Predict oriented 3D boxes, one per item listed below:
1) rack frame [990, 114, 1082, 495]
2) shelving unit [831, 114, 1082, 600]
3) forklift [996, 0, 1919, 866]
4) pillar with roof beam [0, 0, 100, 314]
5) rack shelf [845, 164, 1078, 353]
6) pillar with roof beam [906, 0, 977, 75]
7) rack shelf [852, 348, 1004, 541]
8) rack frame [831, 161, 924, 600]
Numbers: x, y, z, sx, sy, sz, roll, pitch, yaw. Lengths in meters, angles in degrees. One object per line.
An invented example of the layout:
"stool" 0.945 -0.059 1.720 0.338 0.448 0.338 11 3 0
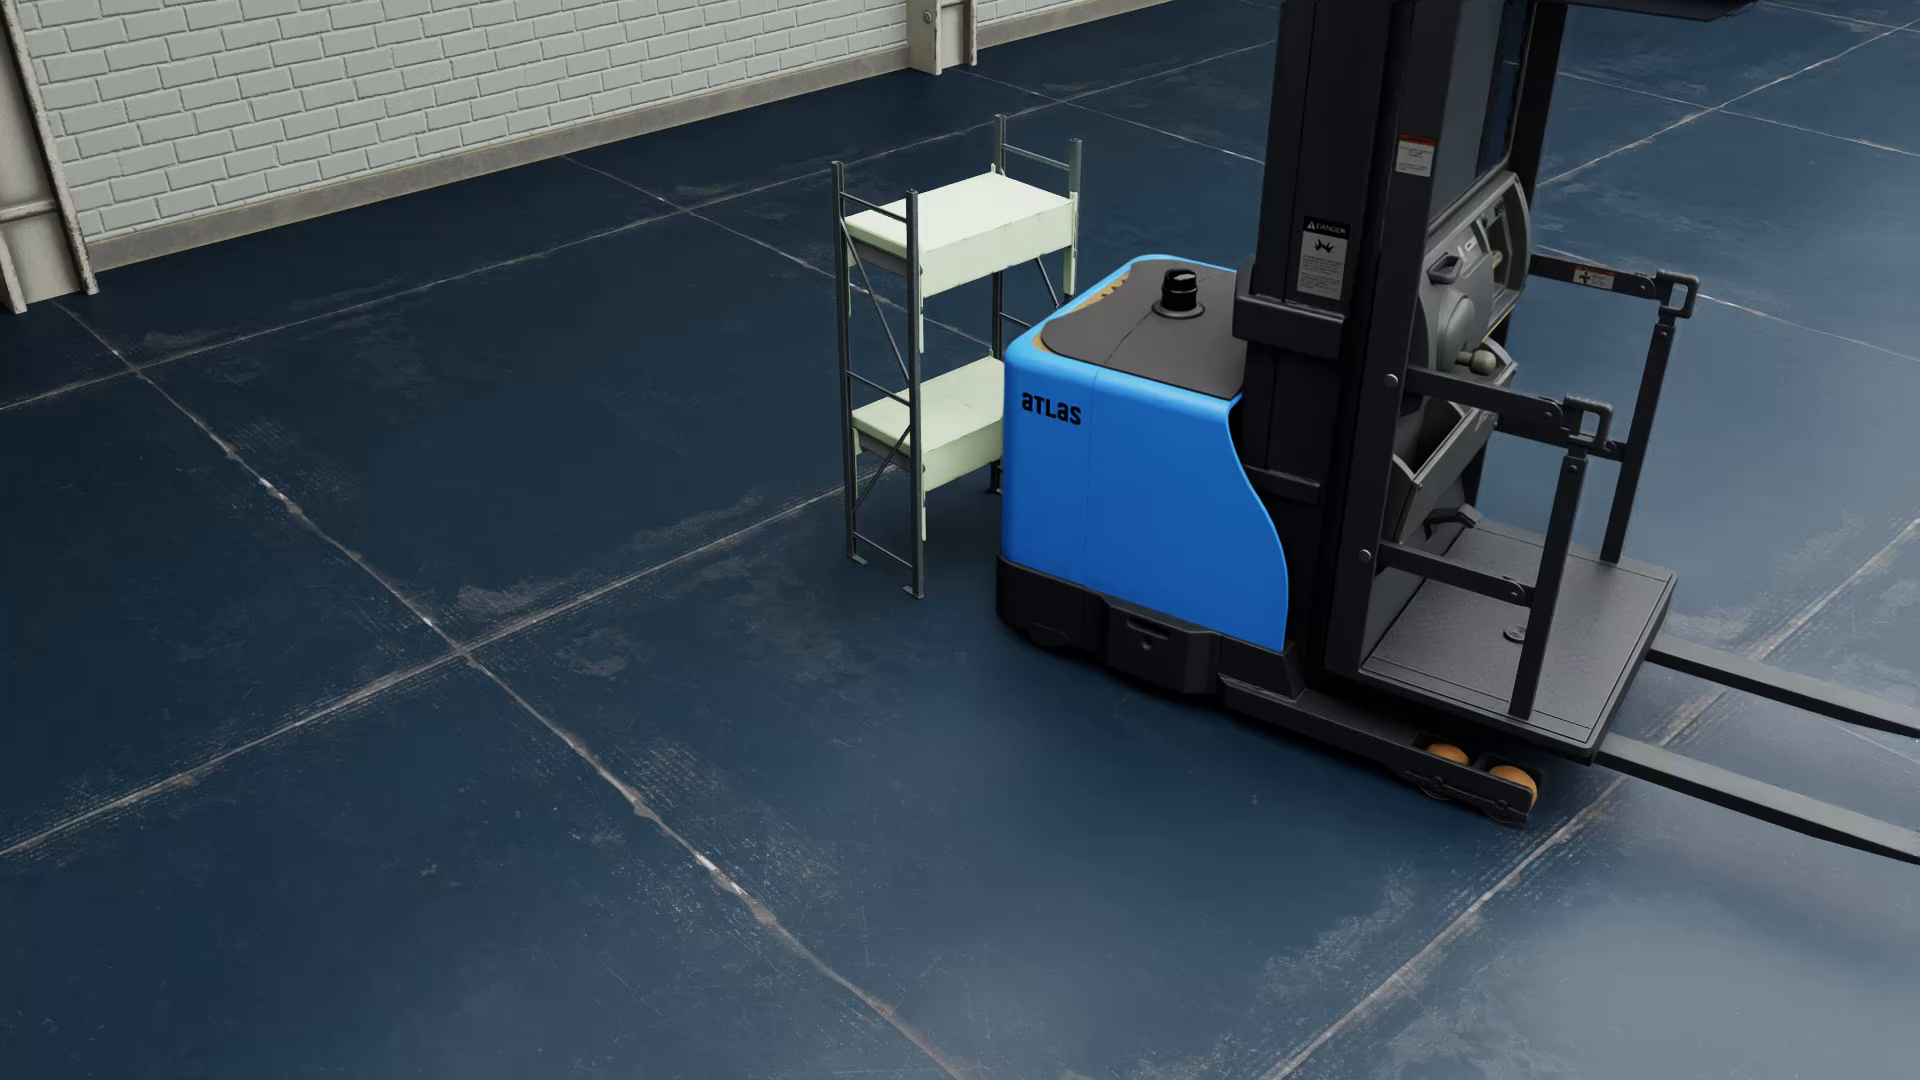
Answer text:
"rack frame" 0.264 -0.767 6.067 0.023 1.500 0.400 -26 40 -35
"shelving unit" -0.005 -0.637 5.855 0.755 1.500 0.431 -26 40 -35
"forklift" 1.640 -0.736 4.644 3.031 2.935 1.130 19 36 27
"pillar with roof beam" -1.599 -3.413 3.206 0.400 9.000 9.100 -26 40 -35
"rack shelf" -0.005 -0.970 5.651 0.720 0.370 0.431 -26 40 -35
"pillar with roof beam" 2.801 -5.541 6.686 0.400 9.000 9.100 -26 40 -35
"rack shelf" -0.005 -0.359 6.025 0.720 0.370 0.431 -26 40 -35
"rack frame" -0.273 -0.508 5.643 0.023 1.500 0.400 -26 40 -35
